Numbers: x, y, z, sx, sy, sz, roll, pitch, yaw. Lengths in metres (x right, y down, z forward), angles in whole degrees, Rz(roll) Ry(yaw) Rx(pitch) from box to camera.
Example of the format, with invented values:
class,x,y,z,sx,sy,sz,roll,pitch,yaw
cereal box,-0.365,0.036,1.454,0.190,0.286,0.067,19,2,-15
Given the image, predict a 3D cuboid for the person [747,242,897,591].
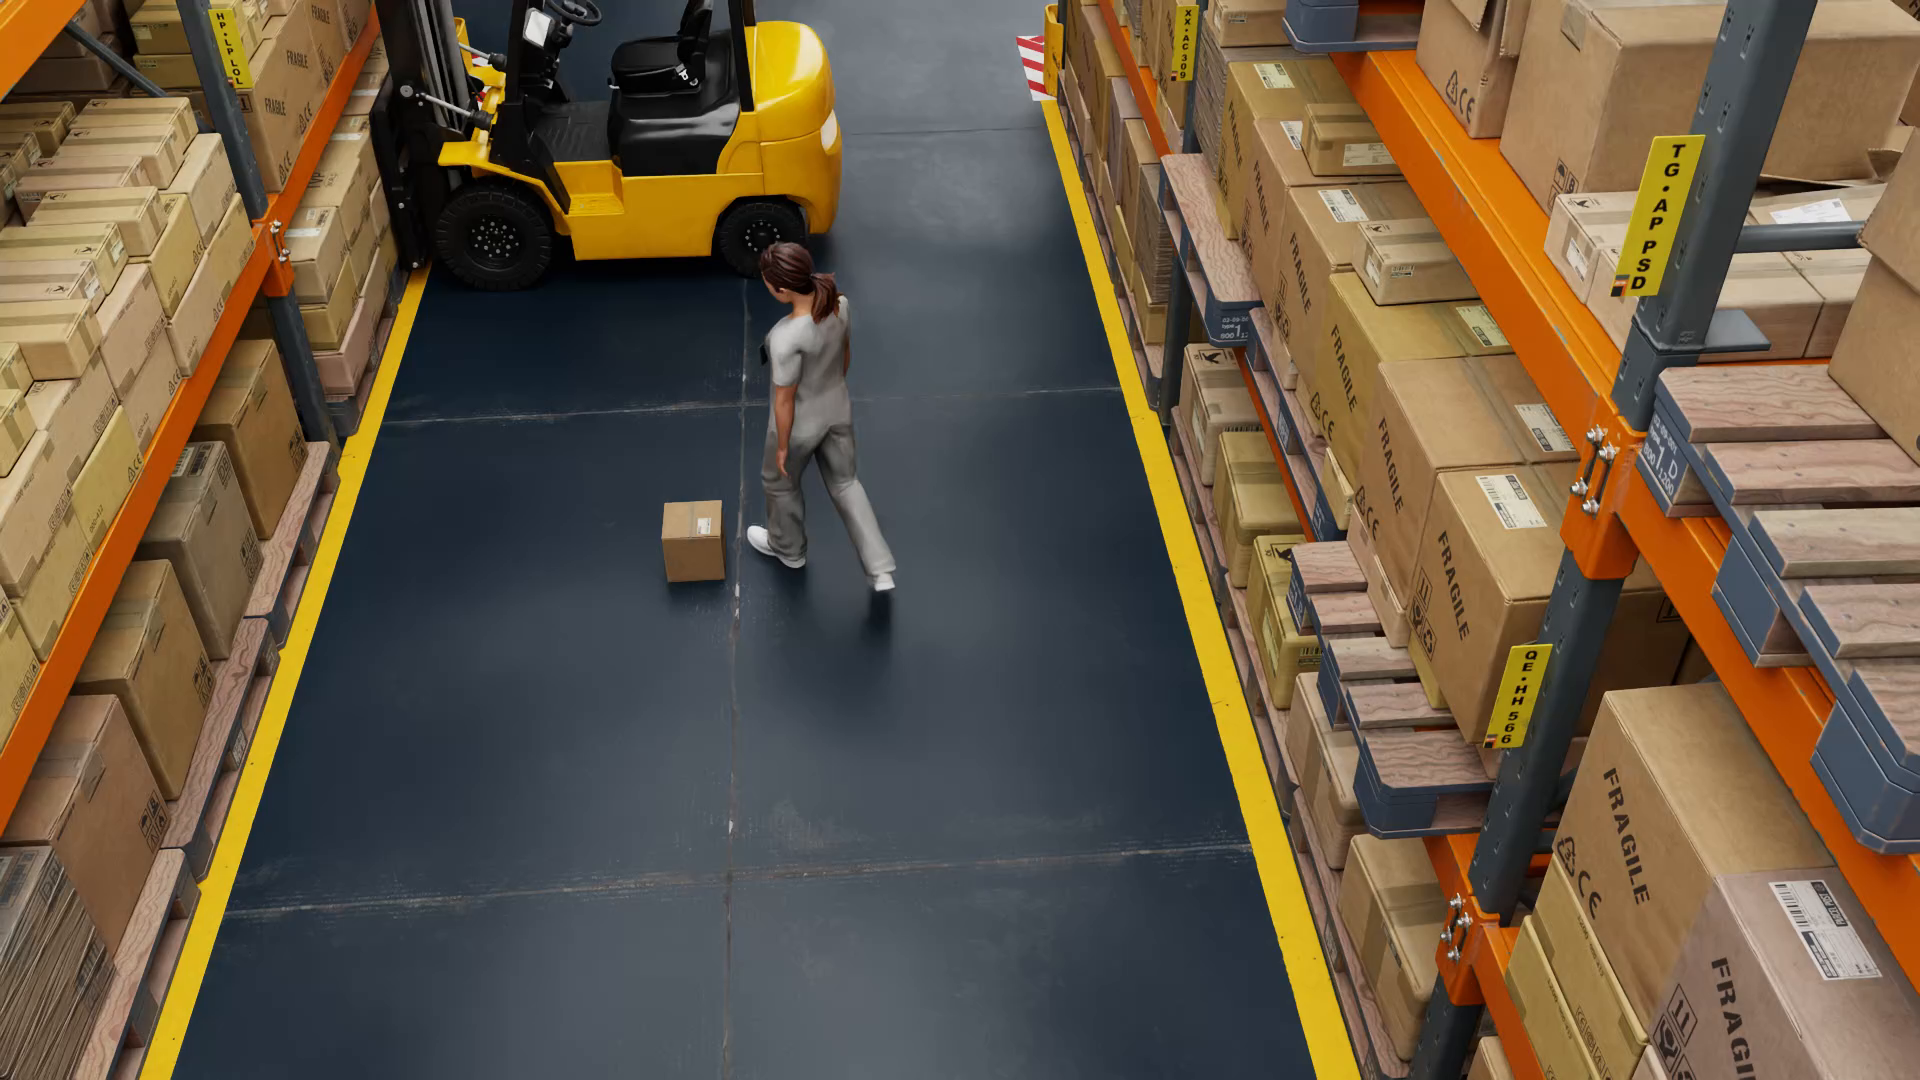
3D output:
class,x,y,z,sx,sy,sz,roll,pitch,yaw
person,-0.581,-0.485,6.744,0.483,1.652,0.830,-32,49,-33
